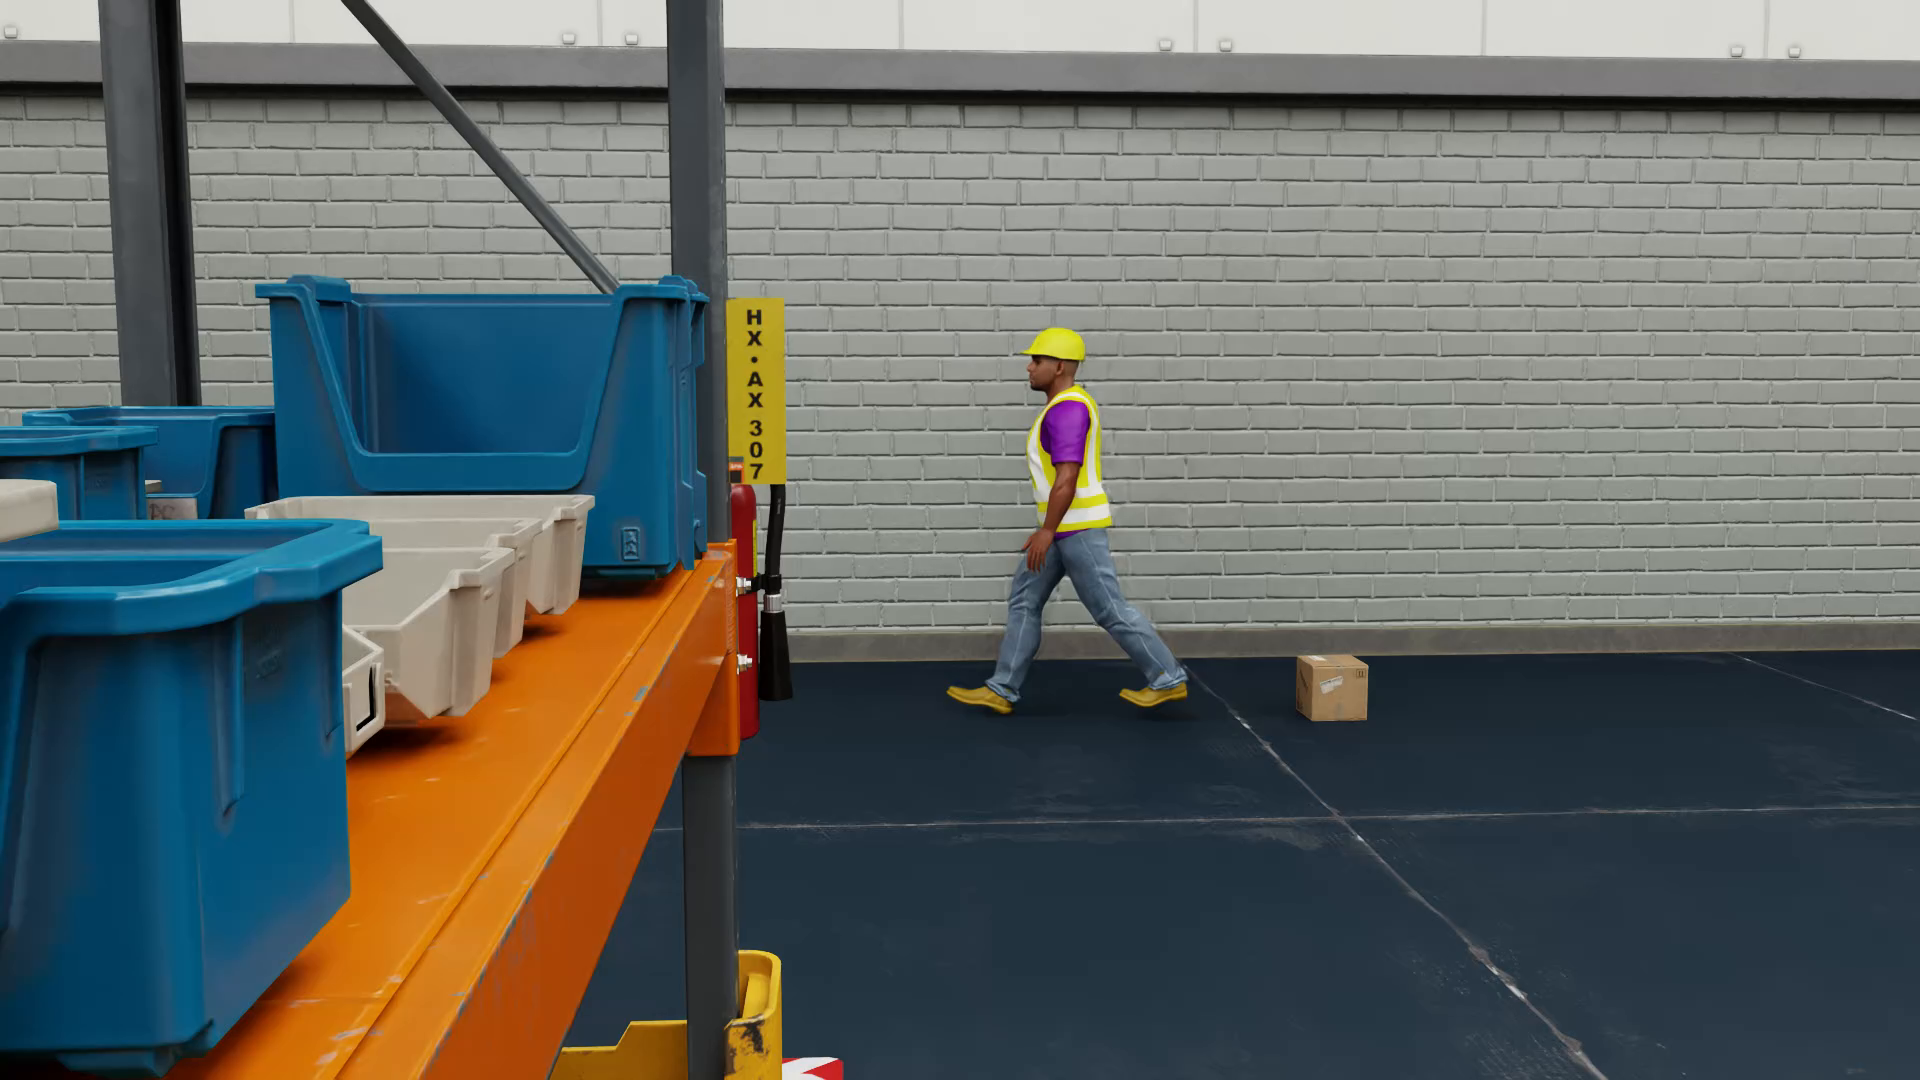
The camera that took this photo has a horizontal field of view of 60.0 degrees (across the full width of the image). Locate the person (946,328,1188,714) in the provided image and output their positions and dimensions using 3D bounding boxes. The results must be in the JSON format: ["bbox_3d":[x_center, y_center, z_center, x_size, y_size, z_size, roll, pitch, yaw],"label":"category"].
[{"bbox_3d":[0.477,-0.066,7.302,1.073,1.717,0.600,0,7,-2],"label":"person"}]
